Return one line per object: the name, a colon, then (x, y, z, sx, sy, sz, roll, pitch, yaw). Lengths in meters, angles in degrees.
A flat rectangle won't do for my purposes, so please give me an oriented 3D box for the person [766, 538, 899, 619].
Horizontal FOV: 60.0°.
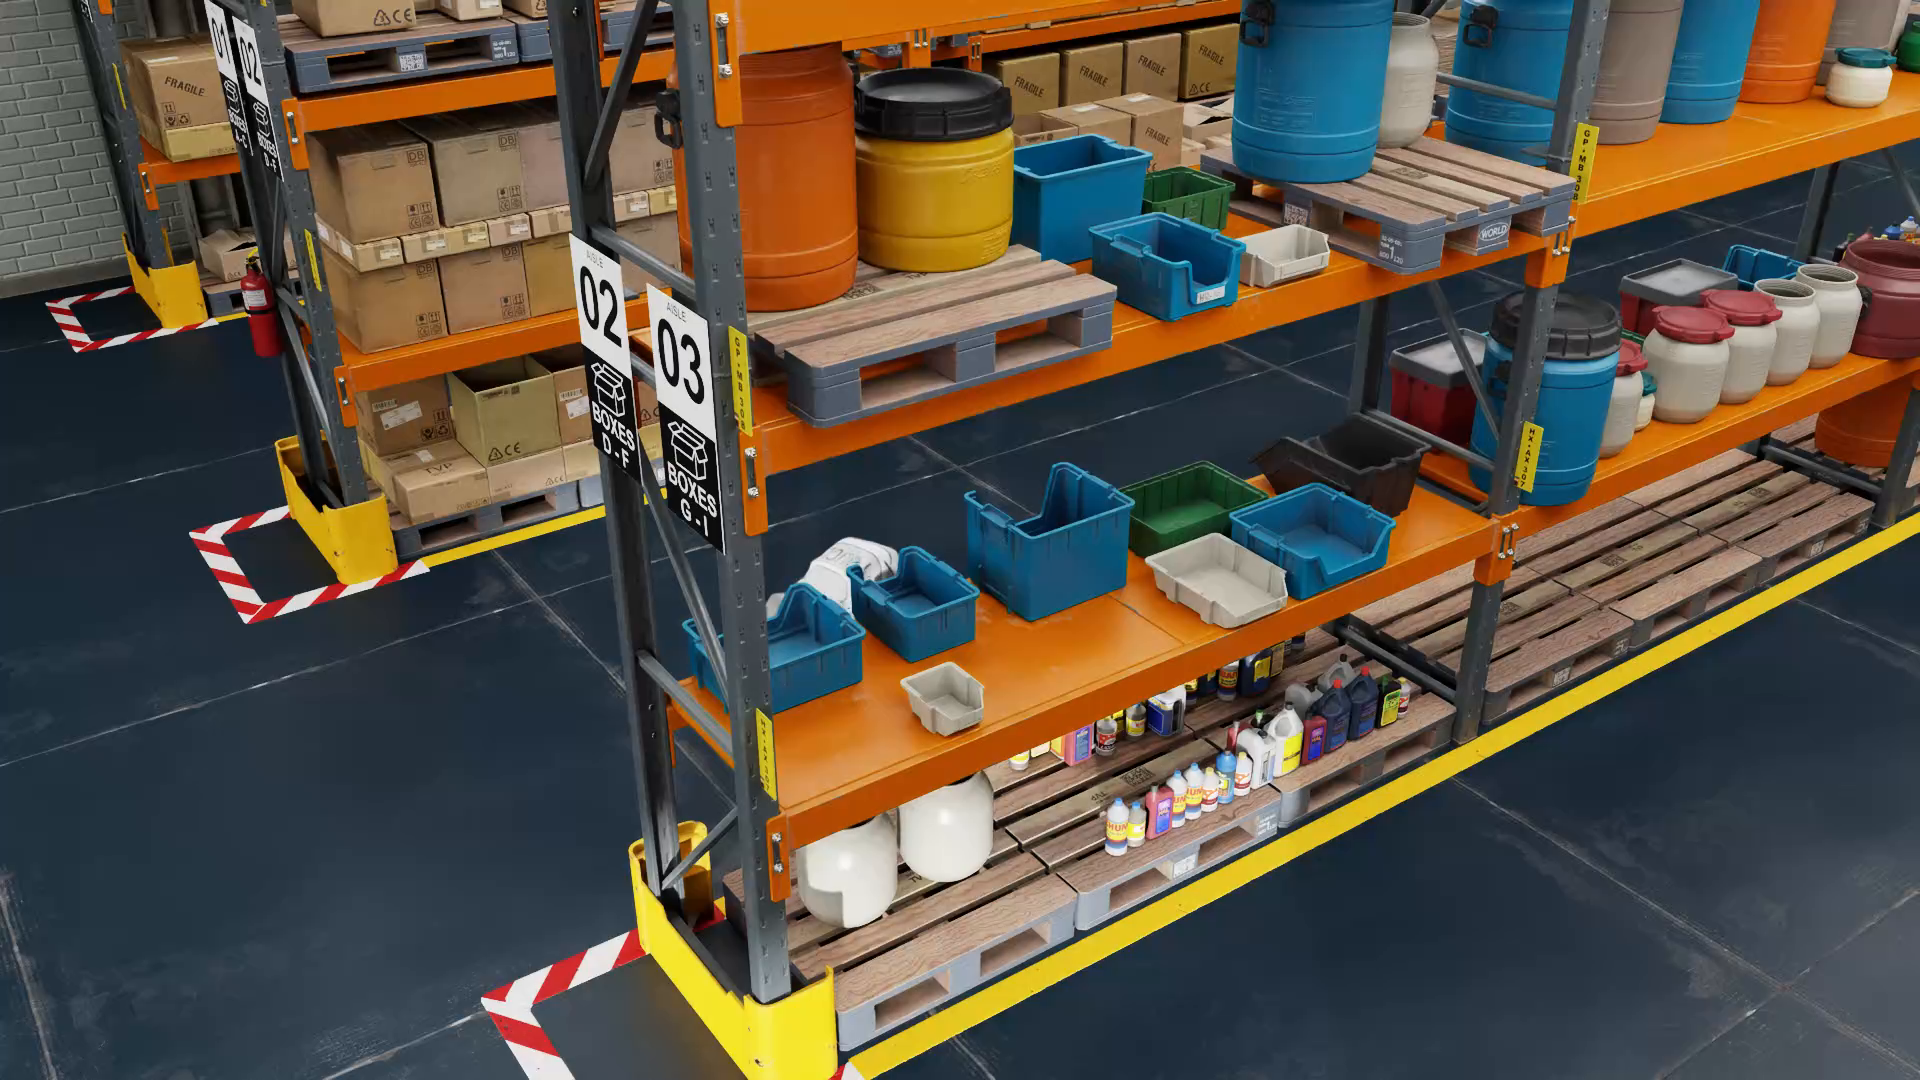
person: (-0.621, 0.564, 8.247, 0.426, 1.042, 0.940, 18, 33, 29)
